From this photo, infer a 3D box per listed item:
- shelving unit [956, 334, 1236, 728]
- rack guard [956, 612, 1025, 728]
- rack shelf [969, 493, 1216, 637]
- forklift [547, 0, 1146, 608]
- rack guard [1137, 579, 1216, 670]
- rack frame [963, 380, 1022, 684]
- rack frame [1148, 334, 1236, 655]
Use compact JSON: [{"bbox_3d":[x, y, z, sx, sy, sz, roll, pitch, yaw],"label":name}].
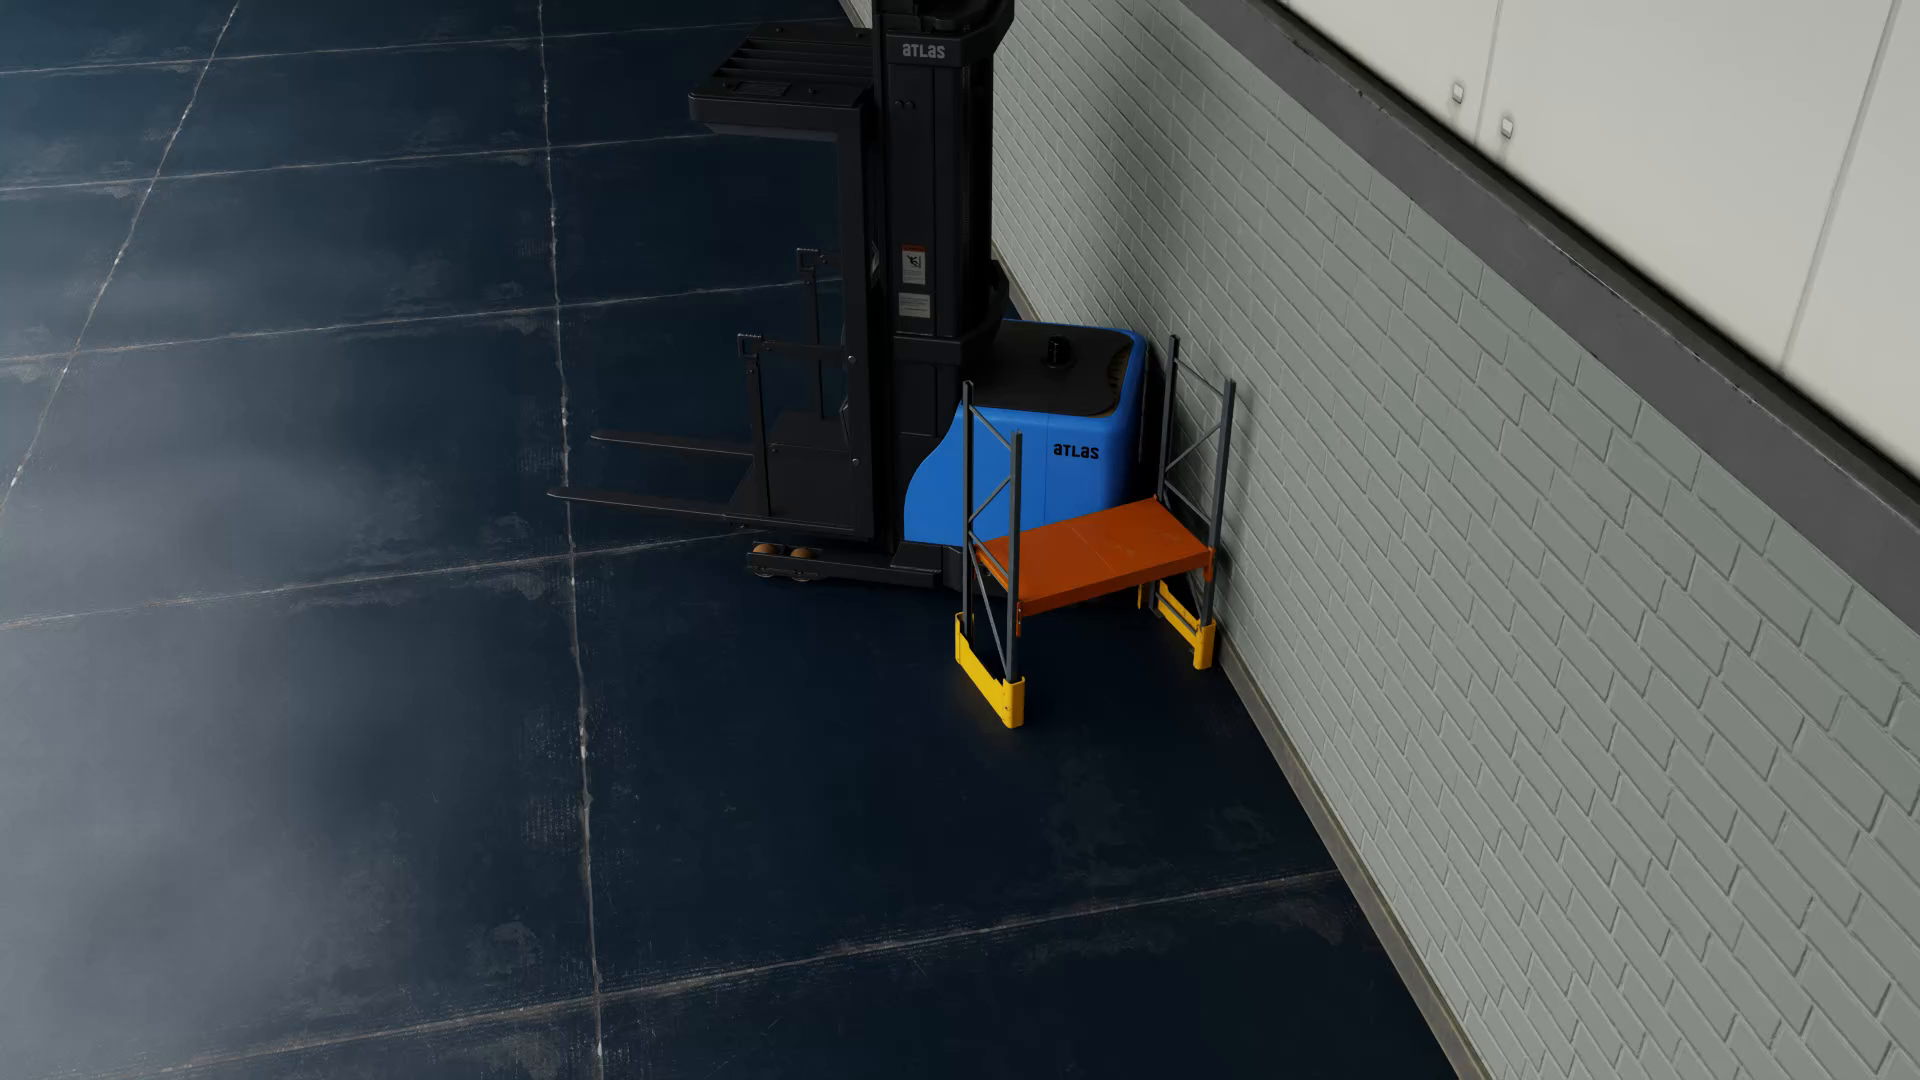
[{"bbox_3d":[0.585,-0.046,7.473,1.083,1.500,0.587,-15,37,-21],"label":"shelving unit"},{"bbox_3d":[0.134,0.590,7.646,0.087,0.250,0.587,-15,37,-21],"label":"rack guard"},{"bbox_3d":[0.593,0.101,7.577,1.000,0.185,0.538,-15,37,-21],"label":"rack shelf"},{"bbox_3d":[-0.616,-1.287,8.037,3.031,2.935,1.130,6,34,9],"label":"forklift"},{"bbox_3d":[1.036,0.355,7.997,0.087,0.250,0.587,-15,37,-21],"label":"rack guard"},{"bbox_3d":[0.133,0.071,7.297,0.032,1.500,0.500,-15,37,-21],"label":"rack frame"},{"bbox_3d":[1.053,-0.169,7.655,0.032,1.500,0.500,-15,37,-21],"label":"rack frame"}]
